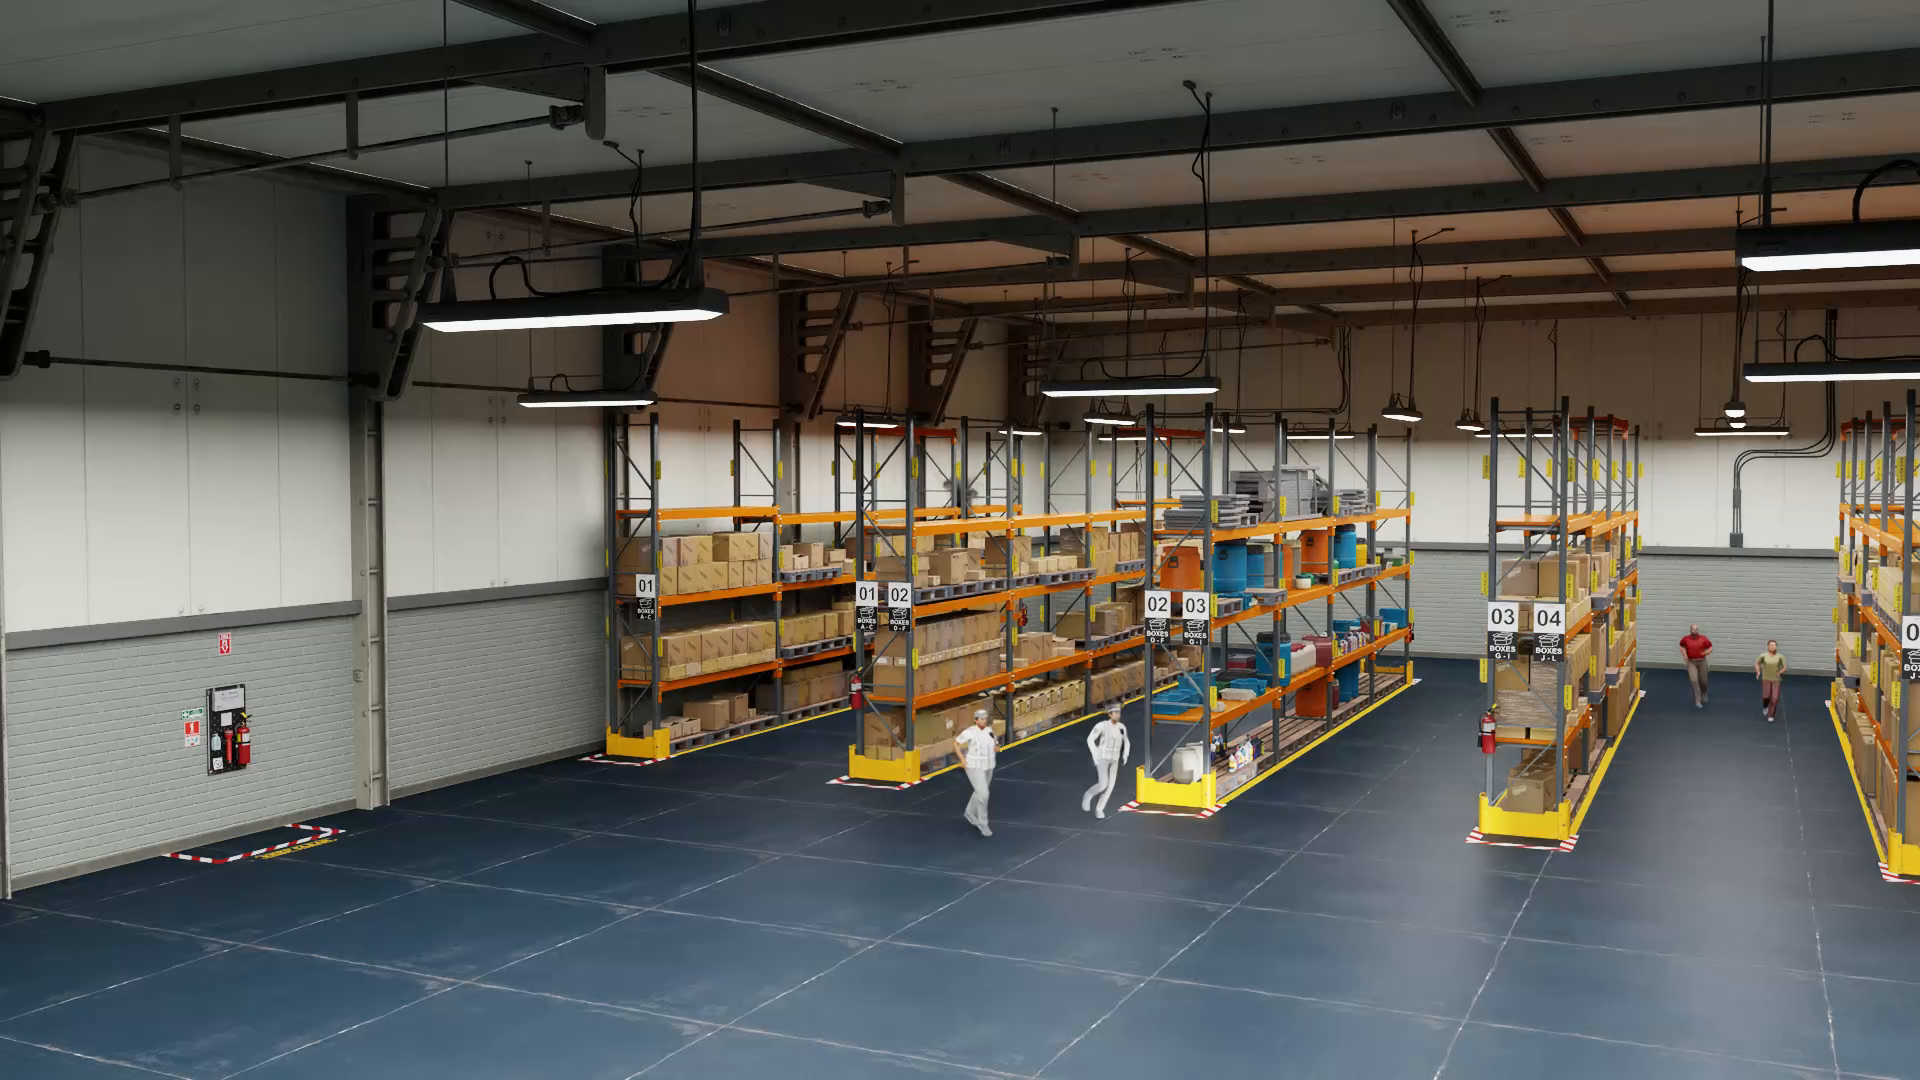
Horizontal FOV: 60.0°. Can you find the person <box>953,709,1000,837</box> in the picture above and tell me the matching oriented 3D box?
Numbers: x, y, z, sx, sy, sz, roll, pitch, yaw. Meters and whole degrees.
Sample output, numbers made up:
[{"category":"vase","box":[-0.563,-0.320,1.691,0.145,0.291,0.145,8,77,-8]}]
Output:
[{"category":"person","box":[0.264,3.202,23.035,0.582,1.728,0.771,-2,3,-42]}]

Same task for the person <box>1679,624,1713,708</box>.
[{"category":"person","box":[15.673,2.662,35.420,0.668,1.745,0.873,1,3,22]}]

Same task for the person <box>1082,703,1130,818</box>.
[{"category":"person","box":[2.160,3.175,24.072,0.673,1.632,0.513,-1,3,-23]}]

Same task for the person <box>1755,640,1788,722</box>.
[{"category":"person","box":[16.123,2.797,33.047,0.583,1.626,0.543,1,3,23]}]
